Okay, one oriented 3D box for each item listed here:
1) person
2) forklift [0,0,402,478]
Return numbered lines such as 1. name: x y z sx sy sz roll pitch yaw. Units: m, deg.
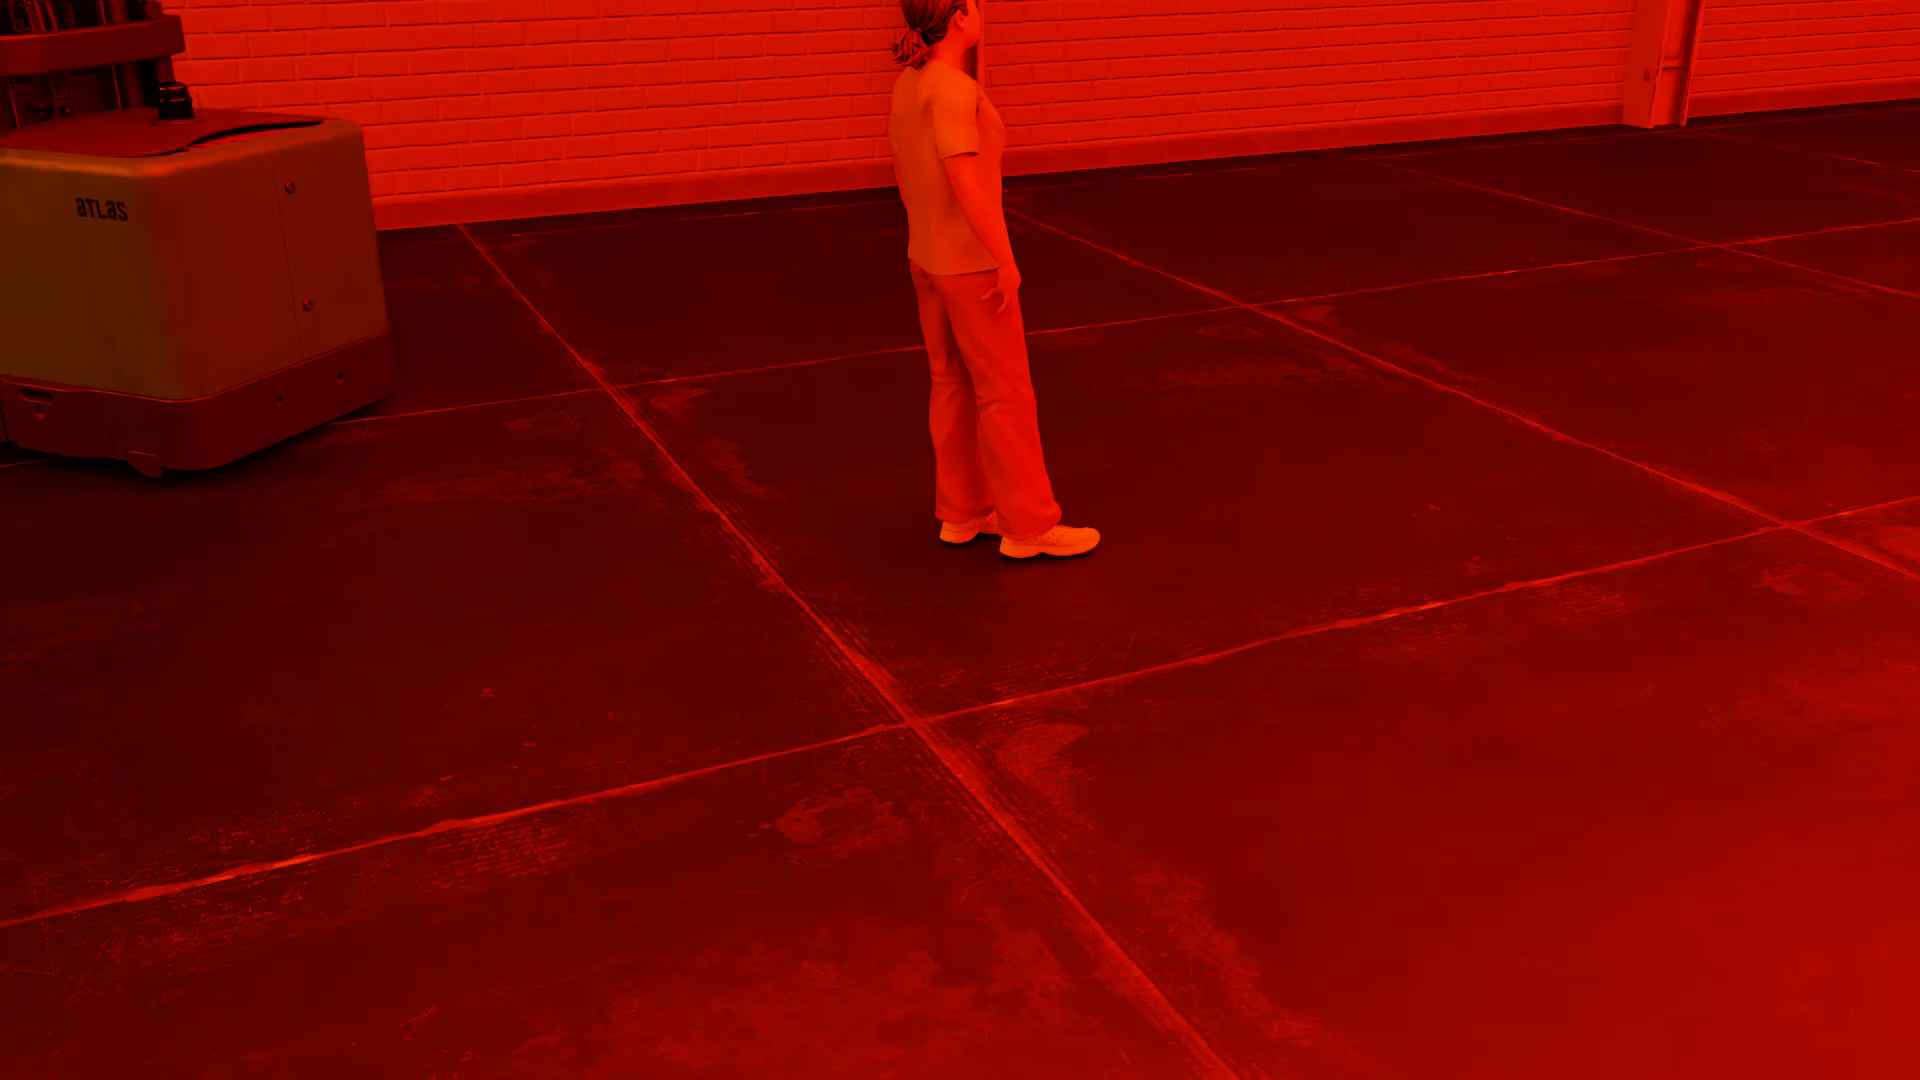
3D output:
1. person: 0.071 -0.789 4.802 0.549 1.675 0.555 -10 25 -23
2. forklift: -3.682 -1.907 5.876 3.031 2.935 1.130 9 24 20
